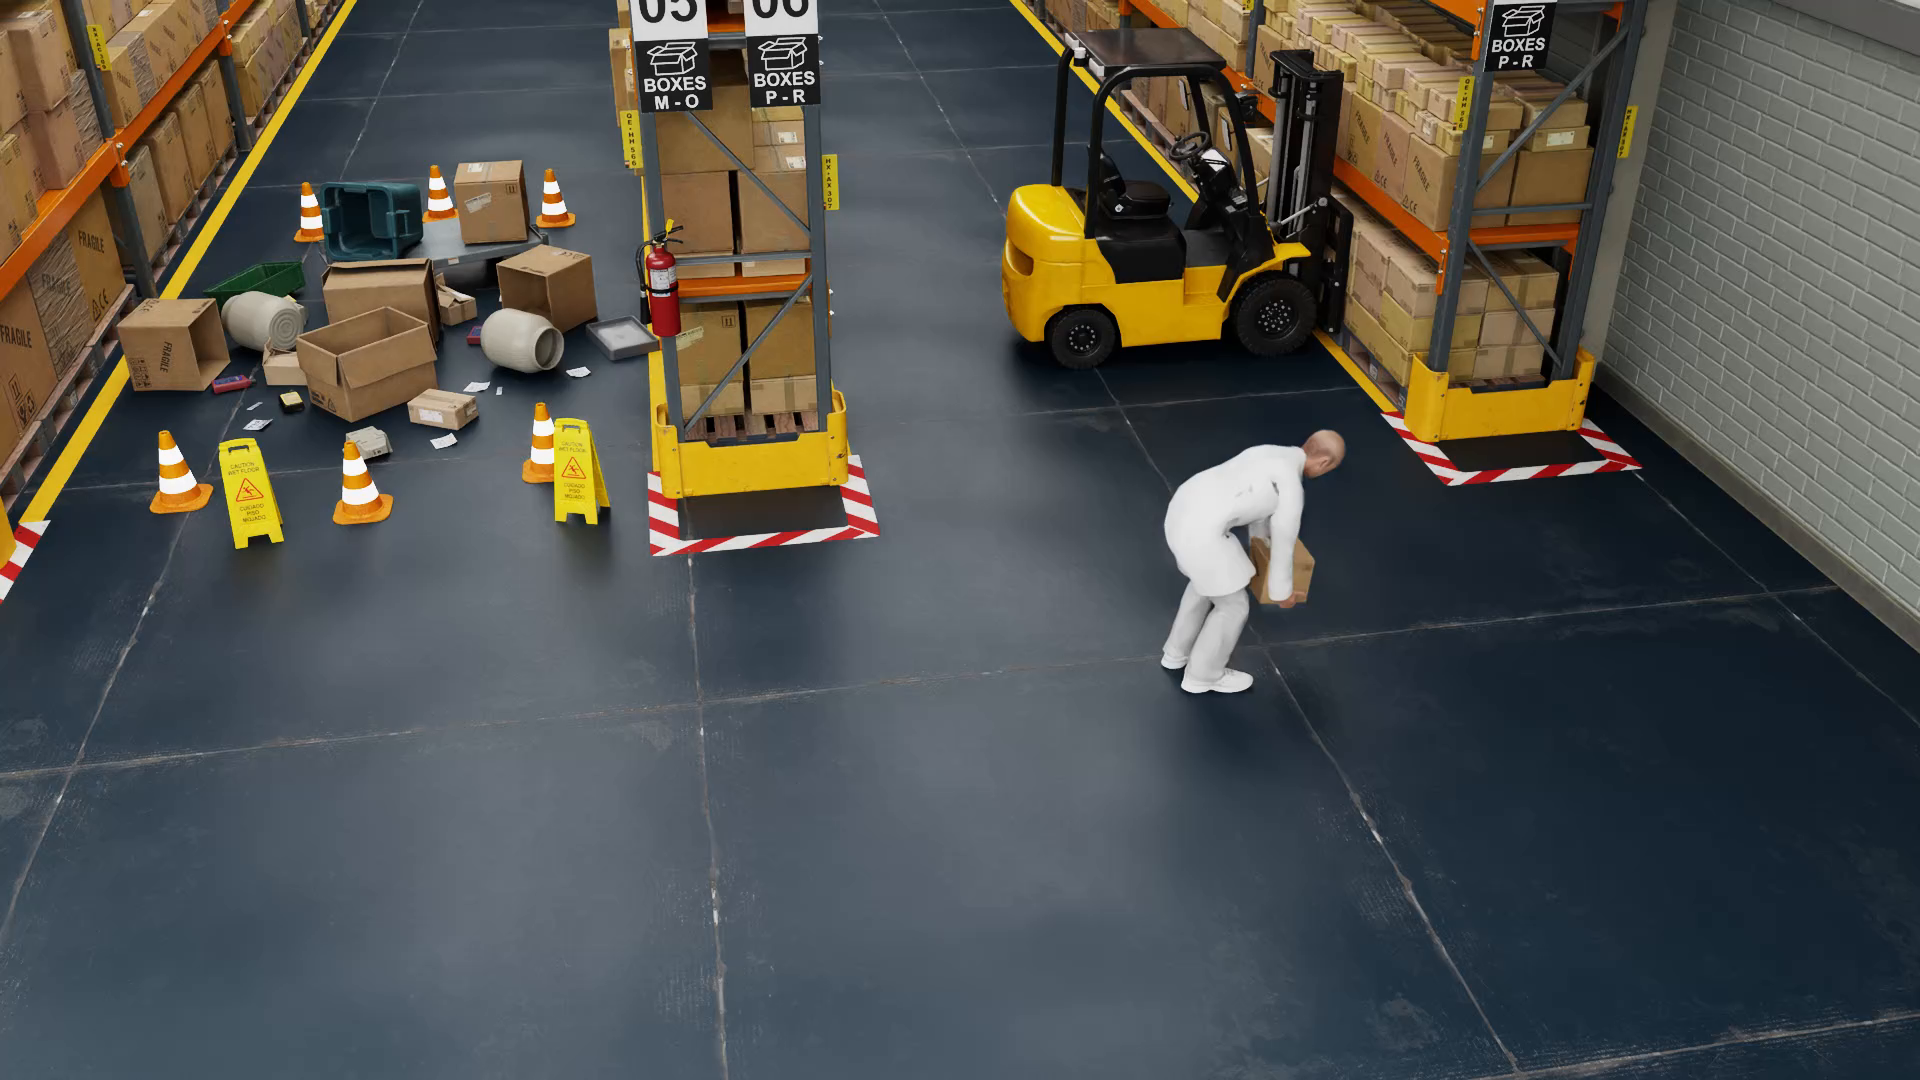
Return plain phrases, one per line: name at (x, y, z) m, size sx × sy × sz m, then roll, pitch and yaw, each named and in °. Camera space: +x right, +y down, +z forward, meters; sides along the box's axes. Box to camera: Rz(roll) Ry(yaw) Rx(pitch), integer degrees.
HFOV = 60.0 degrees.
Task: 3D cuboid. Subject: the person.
person at (1.462, 0.100, 8.394) m, size 0.891 × 1.370 × 0.551 m, roll -6°, pitch 31°, yaw -10°
